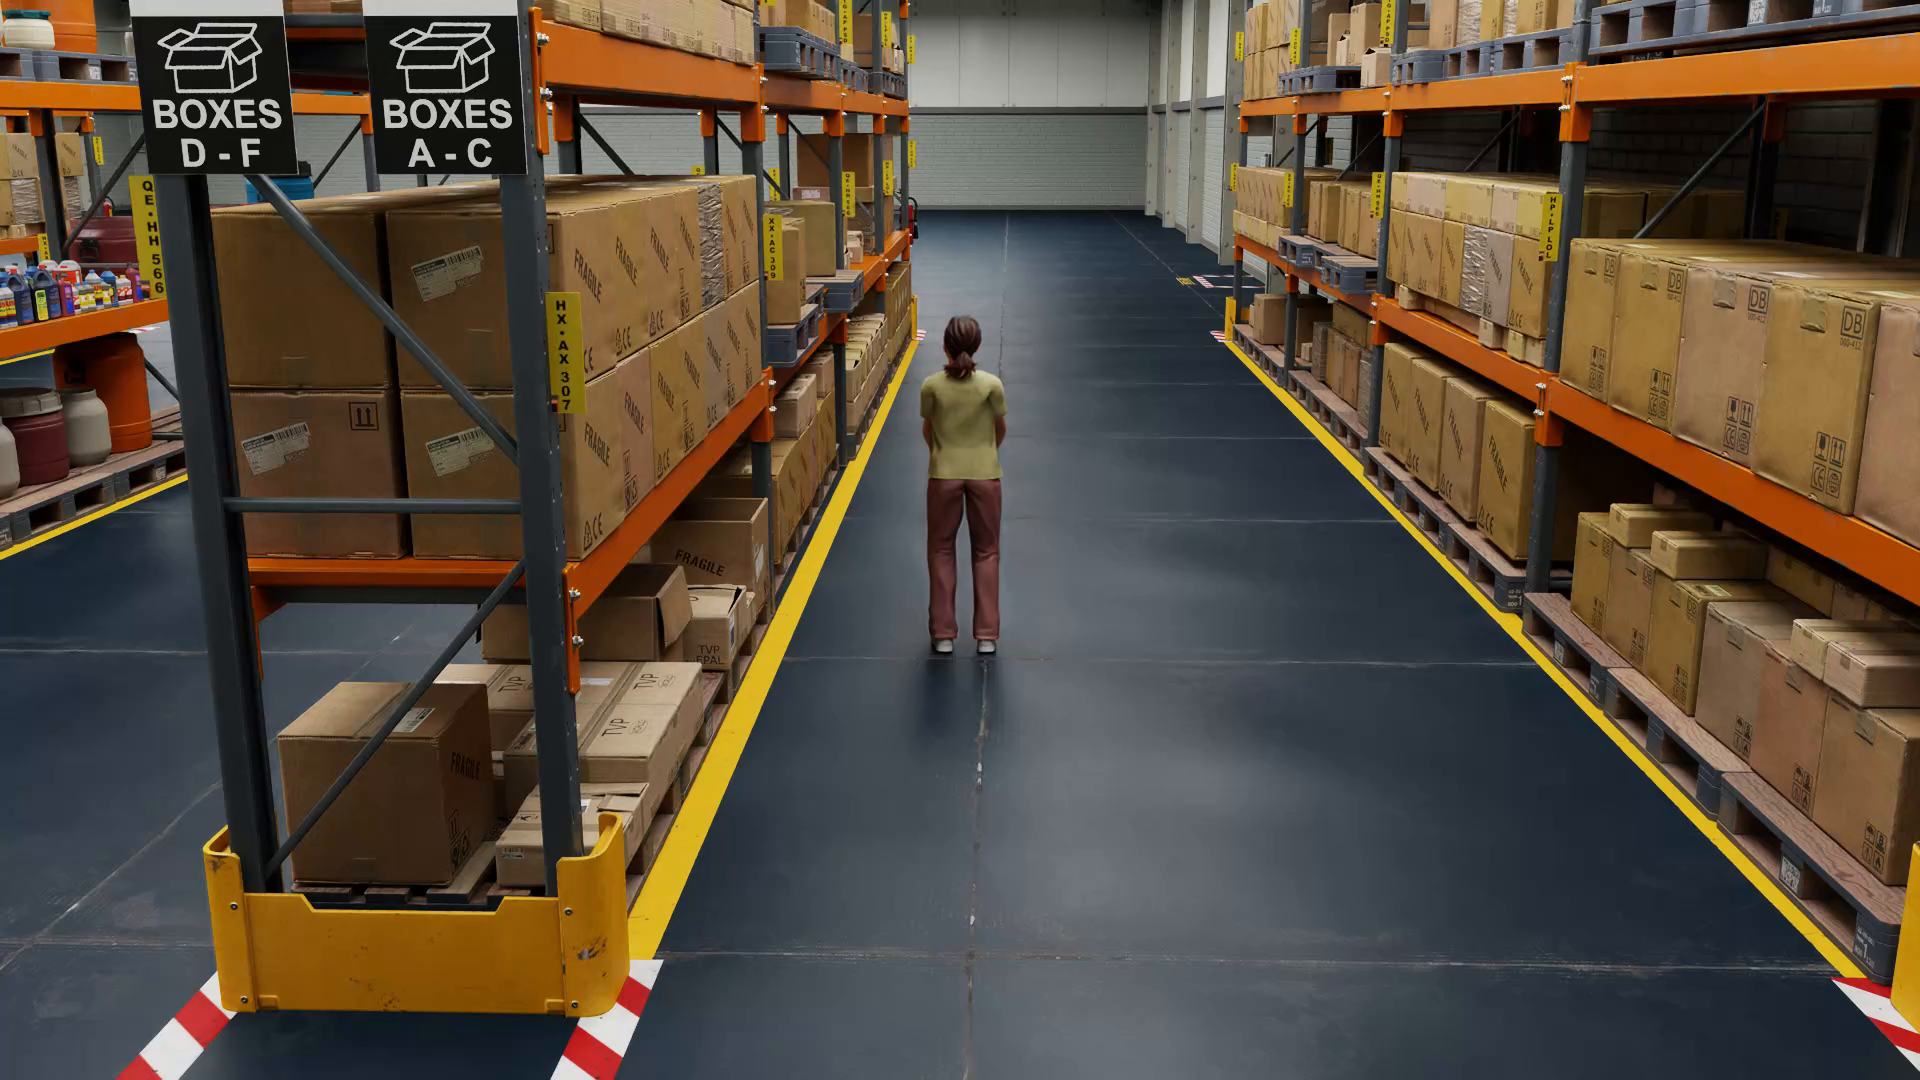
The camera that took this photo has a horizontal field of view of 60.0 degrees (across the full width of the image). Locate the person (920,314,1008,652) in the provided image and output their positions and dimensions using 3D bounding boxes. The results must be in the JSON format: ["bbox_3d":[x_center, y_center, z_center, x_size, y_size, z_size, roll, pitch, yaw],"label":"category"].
[{"bbox_3d":[0.017,-0.285,8.172,0.426,1.665,0.549,0,14,-1],"label":"person"}]
